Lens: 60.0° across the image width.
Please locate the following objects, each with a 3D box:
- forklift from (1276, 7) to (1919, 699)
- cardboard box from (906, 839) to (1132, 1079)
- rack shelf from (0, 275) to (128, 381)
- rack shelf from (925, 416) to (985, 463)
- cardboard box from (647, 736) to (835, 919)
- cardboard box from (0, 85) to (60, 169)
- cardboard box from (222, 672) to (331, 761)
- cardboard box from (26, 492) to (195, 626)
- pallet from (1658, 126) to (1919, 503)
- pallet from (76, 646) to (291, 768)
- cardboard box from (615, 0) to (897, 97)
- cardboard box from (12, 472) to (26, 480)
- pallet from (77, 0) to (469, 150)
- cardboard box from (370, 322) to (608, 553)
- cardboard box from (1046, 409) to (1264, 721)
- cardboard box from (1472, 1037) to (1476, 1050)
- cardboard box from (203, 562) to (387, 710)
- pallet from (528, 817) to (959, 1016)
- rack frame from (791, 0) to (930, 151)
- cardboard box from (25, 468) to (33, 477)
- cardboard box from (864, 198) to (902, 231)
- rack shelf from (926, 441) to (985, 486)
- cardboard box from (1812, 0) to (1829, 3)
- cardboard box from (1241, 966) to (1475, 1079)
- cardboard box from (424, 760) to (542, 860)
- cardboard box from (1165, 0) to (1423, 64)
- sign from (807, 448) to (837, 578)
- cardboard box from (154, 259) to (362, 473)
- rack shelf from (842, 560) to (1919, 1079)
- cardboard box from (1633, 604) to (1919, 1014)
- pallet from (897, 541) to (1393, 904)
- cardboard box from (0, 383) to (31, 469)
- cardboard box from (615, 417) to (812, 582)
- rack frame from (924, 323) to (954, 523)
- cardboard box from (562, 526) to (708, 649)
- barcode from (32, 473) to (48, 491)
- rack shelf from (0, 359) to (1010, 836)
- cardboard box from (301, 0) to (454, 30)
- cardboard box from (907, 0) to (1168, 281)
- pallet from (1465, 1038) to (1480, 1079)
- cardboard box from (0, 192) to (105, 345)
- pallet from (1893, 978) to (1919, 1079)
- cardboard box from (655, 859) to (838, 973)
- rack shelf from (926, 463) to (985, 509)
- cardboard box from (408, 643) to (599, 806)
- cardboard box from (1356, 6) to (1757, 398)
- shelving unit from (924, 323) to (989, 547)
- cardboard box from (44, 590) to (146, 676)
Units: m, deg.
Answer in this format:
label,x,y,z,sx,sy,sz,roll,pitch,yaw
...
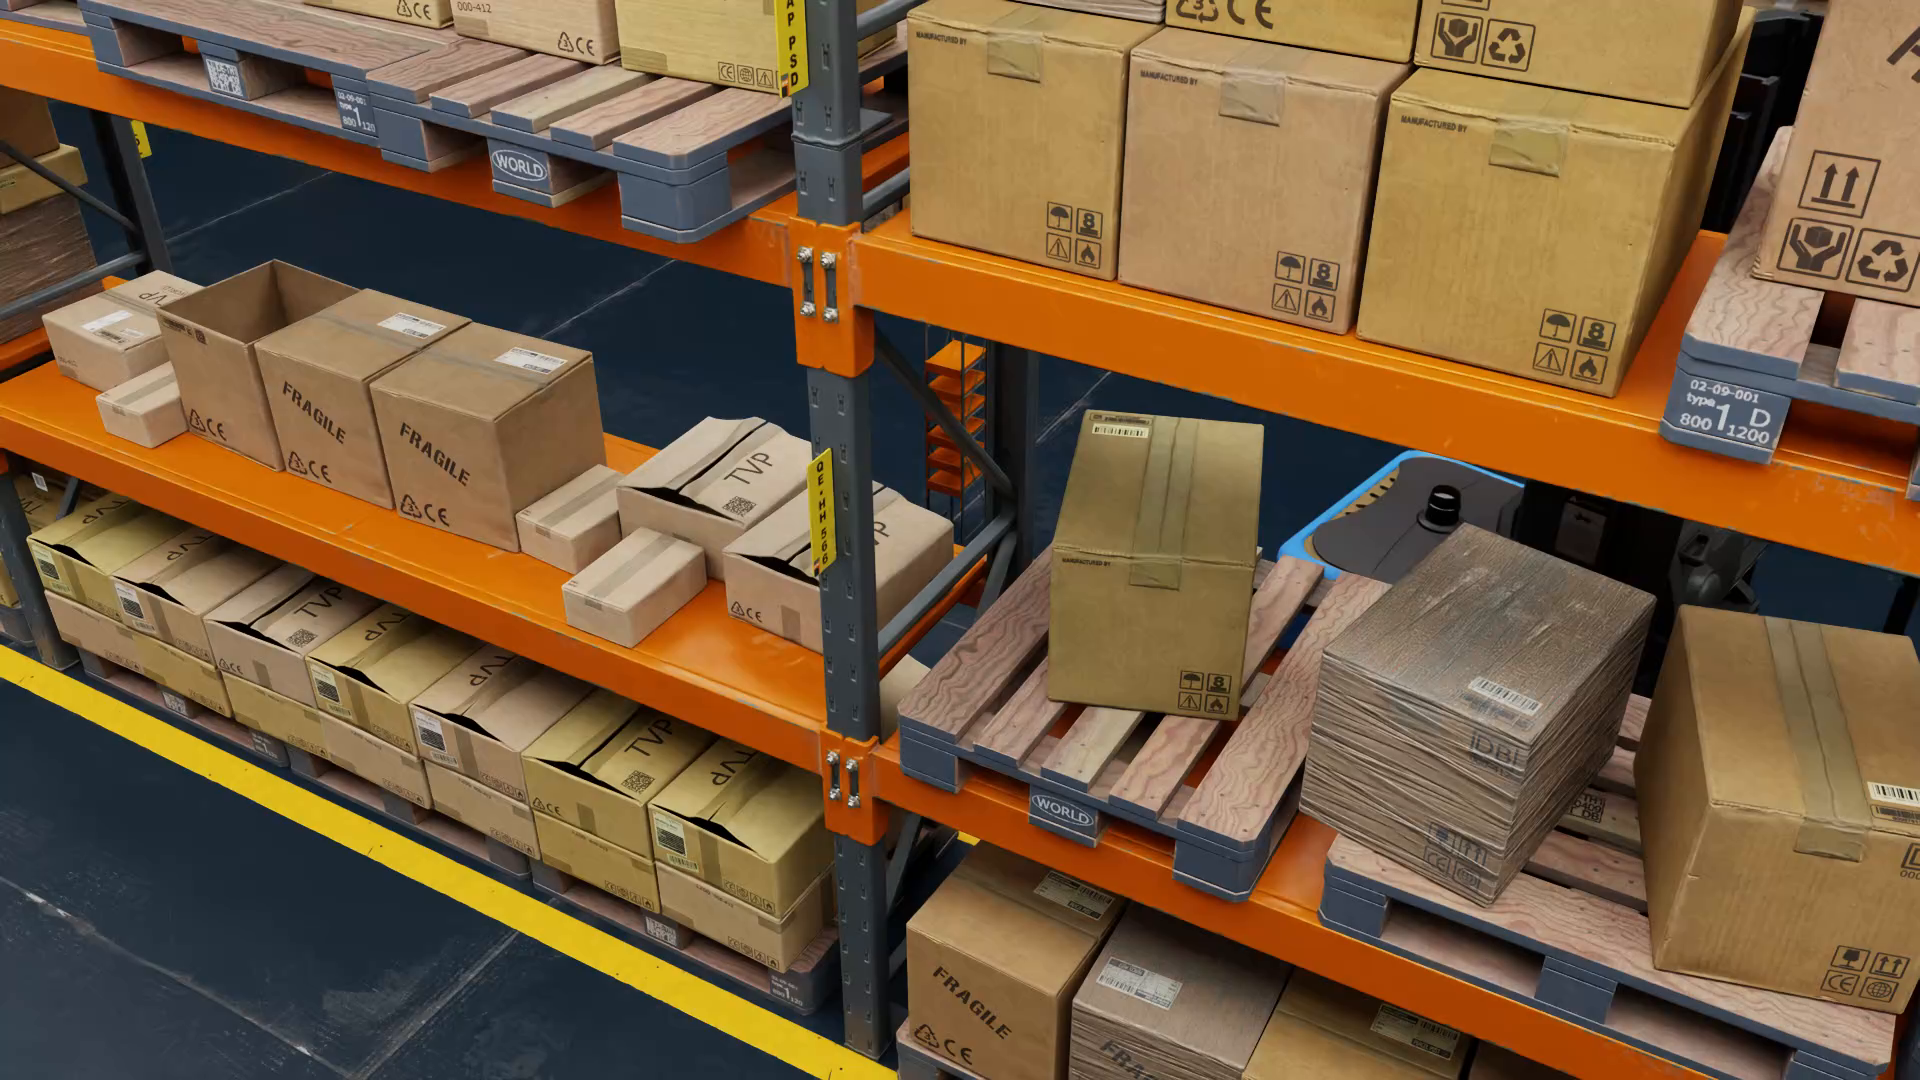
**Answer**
label,x,y,z,sx,sy,sz,roll,pitch,yaw
forklift,2.528,0.045,5.039,3.031,2.935,1.130,26,42,34
cardboard box,0.186,1.269,4.996,0.500,0.500,0.500,19,38,26
rack shelf,-5.277,-1.201,7.497,4.000,0.370,1.077,18,37,24
rack shelf,-0.013,-0.466,7.448,0.180,0.103,0.258,18,37,24
cardboard box,-0.644,0.860,5.348,0.500,0.311,0.500,19,38,26
cardboard box,-3.929,-1.651,6.263,0.500,0.500,0.700,18,38,25
cardboard box,-2.419,0.531,6.348,0.500,0.250,0.500,16,37,23
cardboard box,-3.305,0.019,6.611,0.500,0.311,0.500,18,38,25
pallet,1.972,-0.418,3.134,1.003,0.211,1.213,18,37,24
pallet,-2.881,0.394,6.968,1.213,0.211,1.003,18,37,24
cardboard box,-0.489,-1.309,4.060,0.500,0.250,0.500,15,36,21
cardboard box,-4.481,-0.146,7.364,0.500,0.250,0.500,18,37,24
pallet,-1.673,-1.470,4.716,1.213,0.211,1.003,19,38,27
cardboard box,-1.532,-0.346,5.473,0.500,0.500,0.500,16,37,22
cardboard box,0.535,0.052,4.497,0.500,0.500,0.700,6,34,9
cardboard box,1.310,1.293,4.960,0.500,0.500,0.500,16,37,23
cardboard box,-2.423,0.301,6.188,0.500,0.311,0.500,16,37,23
pallet,-0.763,1.065,5.961,1.213,0.211,1.003,18,37,24
rack frame,-0.067,-2.348,3.157,0.127,3.000,1.000,18,37,24
cardboard box,-4.224,-0.394,7.738,0.500,0.250,0.500,18,37,24
cardboard box,-0.438,-2.284,10.332,0.500,0.500,0.700,19,38,26
rack shelf,-0.013,-0.367,7.515,0.180,0.103,0.258,18,37,24
cardboard box,3.801,-2.435,7.647,0.500,0.250,0.500,17,37,23
cardboard box,1.076,1.551,4.573,0.500,0.500,0.500,17,37,24
cardboard box,-1.530,0.812,5.926,0.500,0.250,0.500,18,38,25
cardboard box,0.751,-1.294,3.288,0.500,0.500,0.500,18,37,24
sign,-0.340,-0.065,4.096,0.005,0.325,0.100,18,37,24
cardboard box,-2.424,-0.628,5.897,0.500,0.500,0.500,20,39,28
rack shelf,1.669,0.999,4.193,4.000,0.370,1.077,18,37,24
cardboard box,1.841,0.577,3.708,0.500,0.500,0.700,8,35,12
pallet,0.556,0.382,4.643,1.003,0.211,1.213,18,37,24
cardboard box,-4.226,-0.705,7.528,0.500,0.500,0.500,18,37,24
cardboard box,-0.748,-0.153,5.354,0.500,0.311,0.500,17,37,24
rack frame,-0.092,-0.529,7.461,0.006,1.200,0.240,18,37,24
cardboard box,-0.985,0.139,5.061,0.250,0.149,0.380,18,37,24
barcode,-3.525,-0.223,6.370,0.075,0.075,0.001,18,37,24
rack shelf,-1.804,-0.101,5.845,4.000,0.370,1.077,18,37,24
cardboard box,-1.444,-1.608,4.508,0.500,0.250,0.500,17,37,23
cardboard box,0.328,-1.037,3.805,0.500,0.500,0.910,18,37,24
pallet,1.617,1.870,4.752,1.213,0.211,1.003,18,37,24
cardboard box,-3.929,-1.111,6.622,0.500,0.500,0.700,17,37,23
pallet,2.766,1.057,3.630,1.213,0.211,1.003,18,37,24
cardboard box,-0.645,1.092,5.506,0.500,0.250,0.500,19,38,25
rack shelf,-0.013,-0.267,7.581,0.180,0.103,0.258,18,37,24
cardboard box,-1.536,0.580,5.769,0.500,0.311,0.500,17,37,24
cardboard box,1.222,-0.754,3.379,0.500,0.500,0.910,18,37,24
shelving unit,-0.013,-0.503,7.423,0.189,1.200,0.258,18,37,24
cardboard box,-3.313,0.249,6.772,0.500,0.250,0.500,17,37,23
